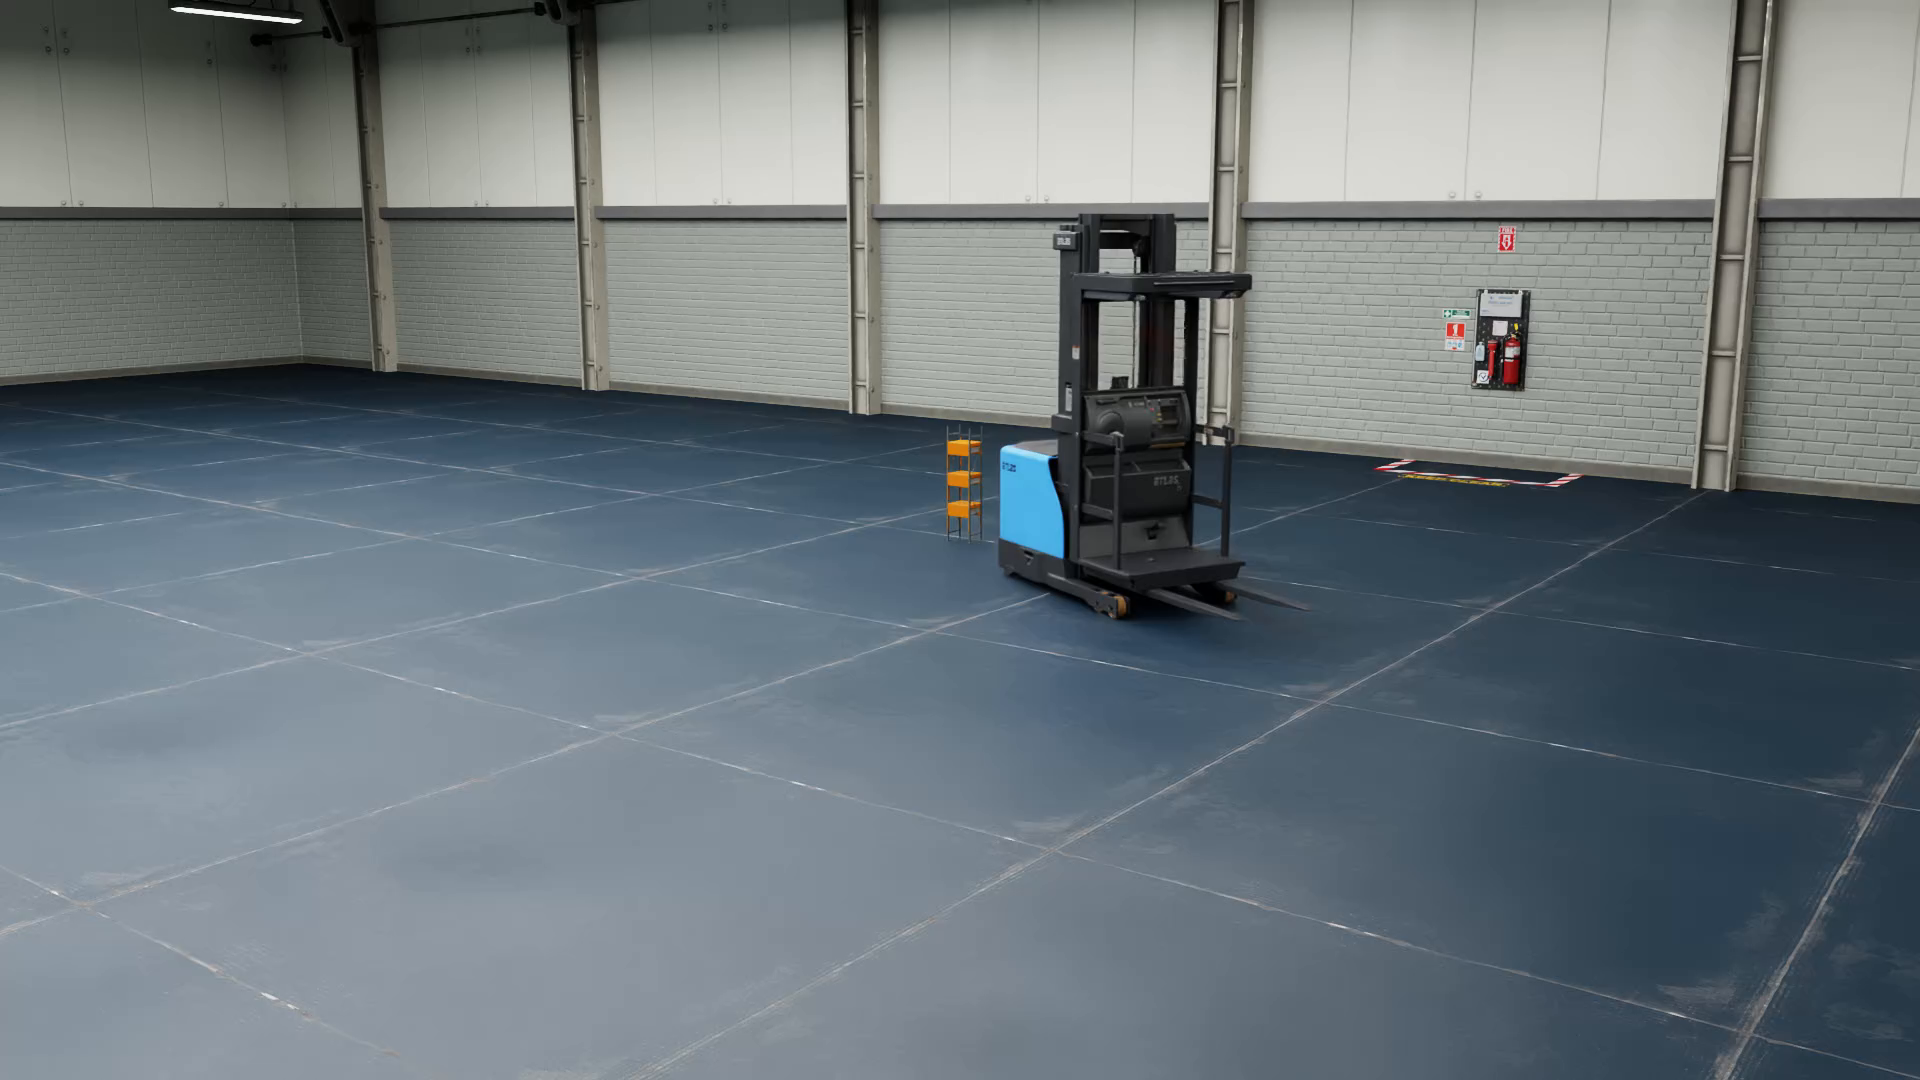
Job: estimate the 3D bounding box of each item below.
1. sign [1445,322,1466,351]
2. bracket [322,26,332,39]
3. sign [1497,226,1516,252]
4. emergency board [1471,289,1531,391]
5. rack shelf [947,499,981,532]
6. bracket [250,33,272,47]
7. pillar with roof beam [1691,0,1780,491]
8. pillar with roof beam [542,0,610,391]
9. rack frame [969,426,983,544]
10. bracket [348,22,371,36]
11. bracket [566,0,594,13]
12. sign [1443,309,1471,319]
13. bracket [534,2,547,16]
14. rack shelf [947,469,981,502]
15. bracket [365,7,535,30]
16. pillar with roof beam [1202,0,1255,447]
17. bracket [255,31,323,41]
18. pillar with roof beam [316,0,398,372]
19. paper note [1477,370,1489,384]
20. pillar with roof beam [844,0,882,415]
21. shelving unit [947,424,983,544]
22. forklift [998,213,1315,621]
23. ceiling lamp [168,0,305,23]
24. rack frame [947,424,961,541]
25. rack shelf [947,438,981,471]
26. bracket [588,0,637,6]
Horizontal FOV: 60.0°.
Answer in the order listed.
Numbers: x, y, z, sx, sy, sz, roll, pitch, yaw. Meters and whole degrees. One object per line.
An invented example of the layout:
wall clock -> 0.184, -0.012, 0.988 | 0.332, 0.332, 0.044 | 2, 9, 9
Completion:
sign -> 5.889, -2.421, 19.772 | 0.234, 0.329, 0.001 | 8, 13, 36
bracket -> -11.646, -9.445, 30.902 | 0.430, 0.232, 0.235 | 8, 13, 36
sign -> 6.326, -3.480, 19.236 | 0.199, 0.298, 0.001 | 8, 13, 36
emergency board -> 6.273, -2.325, 19.373 | 0.643, 1.169, 0.194 | 8, 13, 36
rack shelf -> 0.043, -0.226, 15.174 | 0.240, 0.259, 0.215 | 8, 13, 36
bracket -> -13.557, -9.711, 32.280 | 0.430, 0.232, 0.235 | 8, 13, 36
pillar with roof beam -> 5.694, -4.328, 13.930 | 0.400, 9.000, 9.100 | 8, 13, 36
pillar with roof beam -> -8.814, -6.352, 24.391 | 0.548, 9.000, 9.100 | 8, 13, 36
rack frame -> 0.141, -0.496, 15.048 | 0.008, 1.050, 0.200 | 8, 13, 36
bracket -> -10.977, -9.352, 30.420 | 0.430, 0.232, 0.235 | 8, 13, 36
bracket -> -6.141, -8.677, 26.933 | 0.430, 0.232, 0.235 | 8, 13, 36
sign -> 5.887, -2.679, 19.712 | 0.331, 0.109, 0.001 | 8, 13, 36
bracket -> -6.810, -8.770, 27.416 | 0.430, 0.232, 0.235 | 8, 13, 36
rack shelf -> 0.043, -0.499, 15.121 | 0.240, 0.259, 0.215 | 8, 13, 36
bracket -> -8.901, -9.062, 28.923 | 4.783, 0.066, 0.076 | 8, 13, 36
pillar with roof beam -> 0.858, -5.003, 17.417 | 0.400, 9.000, 9.100 | 8, 13, 36
bracket -> -13.080, -9.645, 31.936 | 3.189, 0.066, 0.076 | 8, 13, 36
pillar with roof beam -> -13.650, -7.026, 27.877 | 0.548, 9.000, 9.100 | 8, 13, 36
paper note -> 6.171, -1.923, 19.614 | 0.142, 0.148, 0.016 | 8, 13, 36
pillar with roof beam -> -3.978, -5.677, 20.904 | 0.400, 9.000, 9.100 | 8, 13, 36
shelving unit -> 0.043, -0.509, 15.119 | 0.252, 1.050, 0.215 | 8, 13, 36
forklift -> 1.461, -0.960, 12.497 | 1.130, 2.935, 3.031 | -6, 12, -28
ceiling lamp -> -10.923, -9.357, 24.559 | 0.800, 3.185, 2.000 | 8, 13, 36
rack frame -> -0.055, -0.523, 15.190 | 0.008, 1.050, 0.200 | 8, 13, 36
rack shelf -> 0.043, -0.778, 15.067 | 0.240, 0.259, 0.215 | 8, 13, 36
bracket -> -4.065, -8.387, 25.436 | 4.783, 0.066, 0.076 | 8, 13, 36
